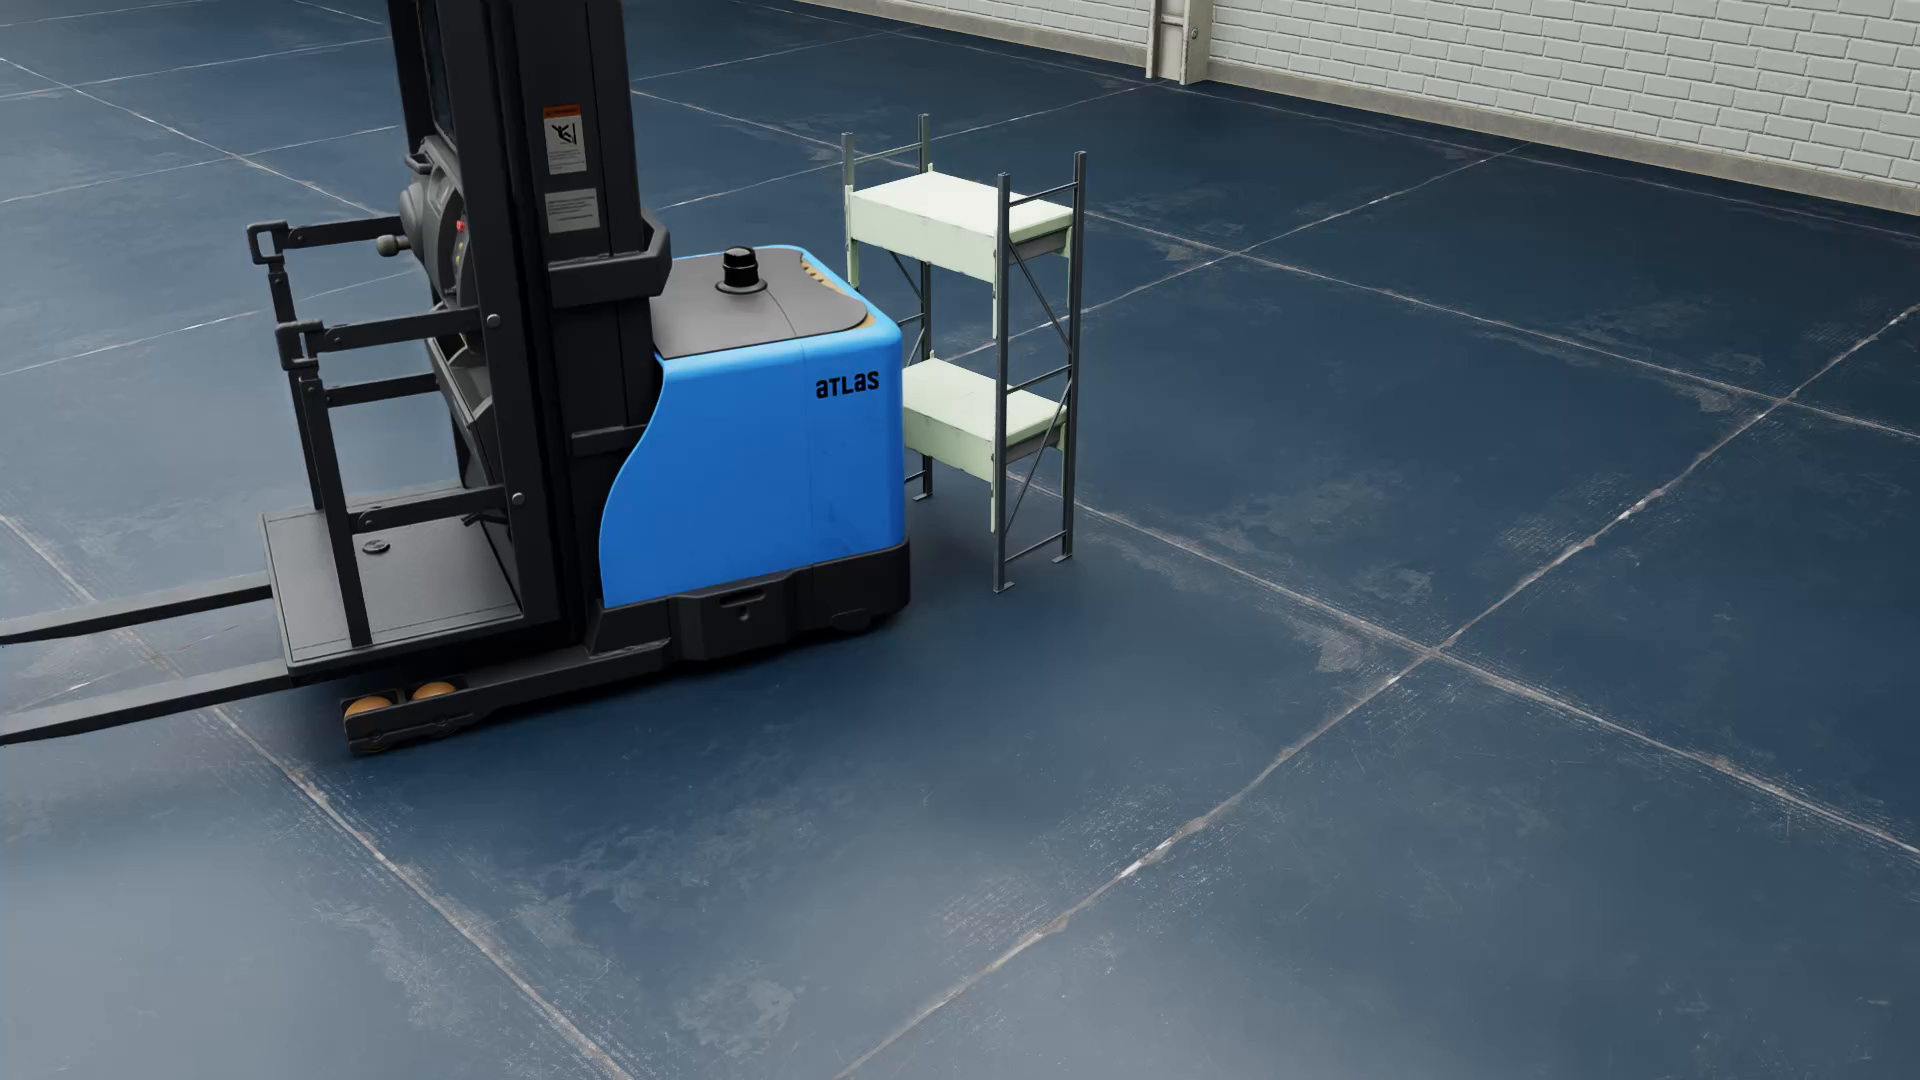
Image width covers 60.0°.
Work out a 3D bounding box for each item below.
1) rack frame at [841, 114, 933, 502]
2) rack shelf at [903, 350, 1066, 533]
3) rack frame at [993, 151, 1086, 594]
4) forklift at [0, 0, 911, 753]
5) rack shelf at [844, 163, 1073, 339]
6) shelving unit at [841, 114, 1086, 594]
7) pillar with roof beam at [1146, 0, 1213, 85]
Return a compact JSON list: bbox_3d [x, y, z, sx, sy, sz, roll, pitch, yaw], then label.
[{"bbox_3d":[-0.256,-0.781,6.124,0.023,1.500,0.400,25,36,38],"label":"rack frame"},{"bbox_3d":[0.005,-0.373,6.049,0.720,0.370,0.431,25,36,38],"label":"rack shelf"},{"bbox_3d":[0.266,-0.542,5.670,0.023,1.500,0.400,25,36,38],"label":"rack frame"},{"bbox_3d":[-1.730,-0.934,4.878,3.031,2.935,1.130,-12,30,-22],"label":"forklift"},{"bbox_3d":[0.005,-1.007,5.715,0.720,0.370,0.431,25,36,38],"label":"rack shelf"},{"bbox_3d":[0.005,-0.662,5.897,0.755,1.500,0.431,25,36,38],"label":"shelving unit"},{"bbox_3d":[-1.290,-6.237,8.443,0.400,9.000,9.100,25,36,38],"label":"pillar with roof beam"}]
